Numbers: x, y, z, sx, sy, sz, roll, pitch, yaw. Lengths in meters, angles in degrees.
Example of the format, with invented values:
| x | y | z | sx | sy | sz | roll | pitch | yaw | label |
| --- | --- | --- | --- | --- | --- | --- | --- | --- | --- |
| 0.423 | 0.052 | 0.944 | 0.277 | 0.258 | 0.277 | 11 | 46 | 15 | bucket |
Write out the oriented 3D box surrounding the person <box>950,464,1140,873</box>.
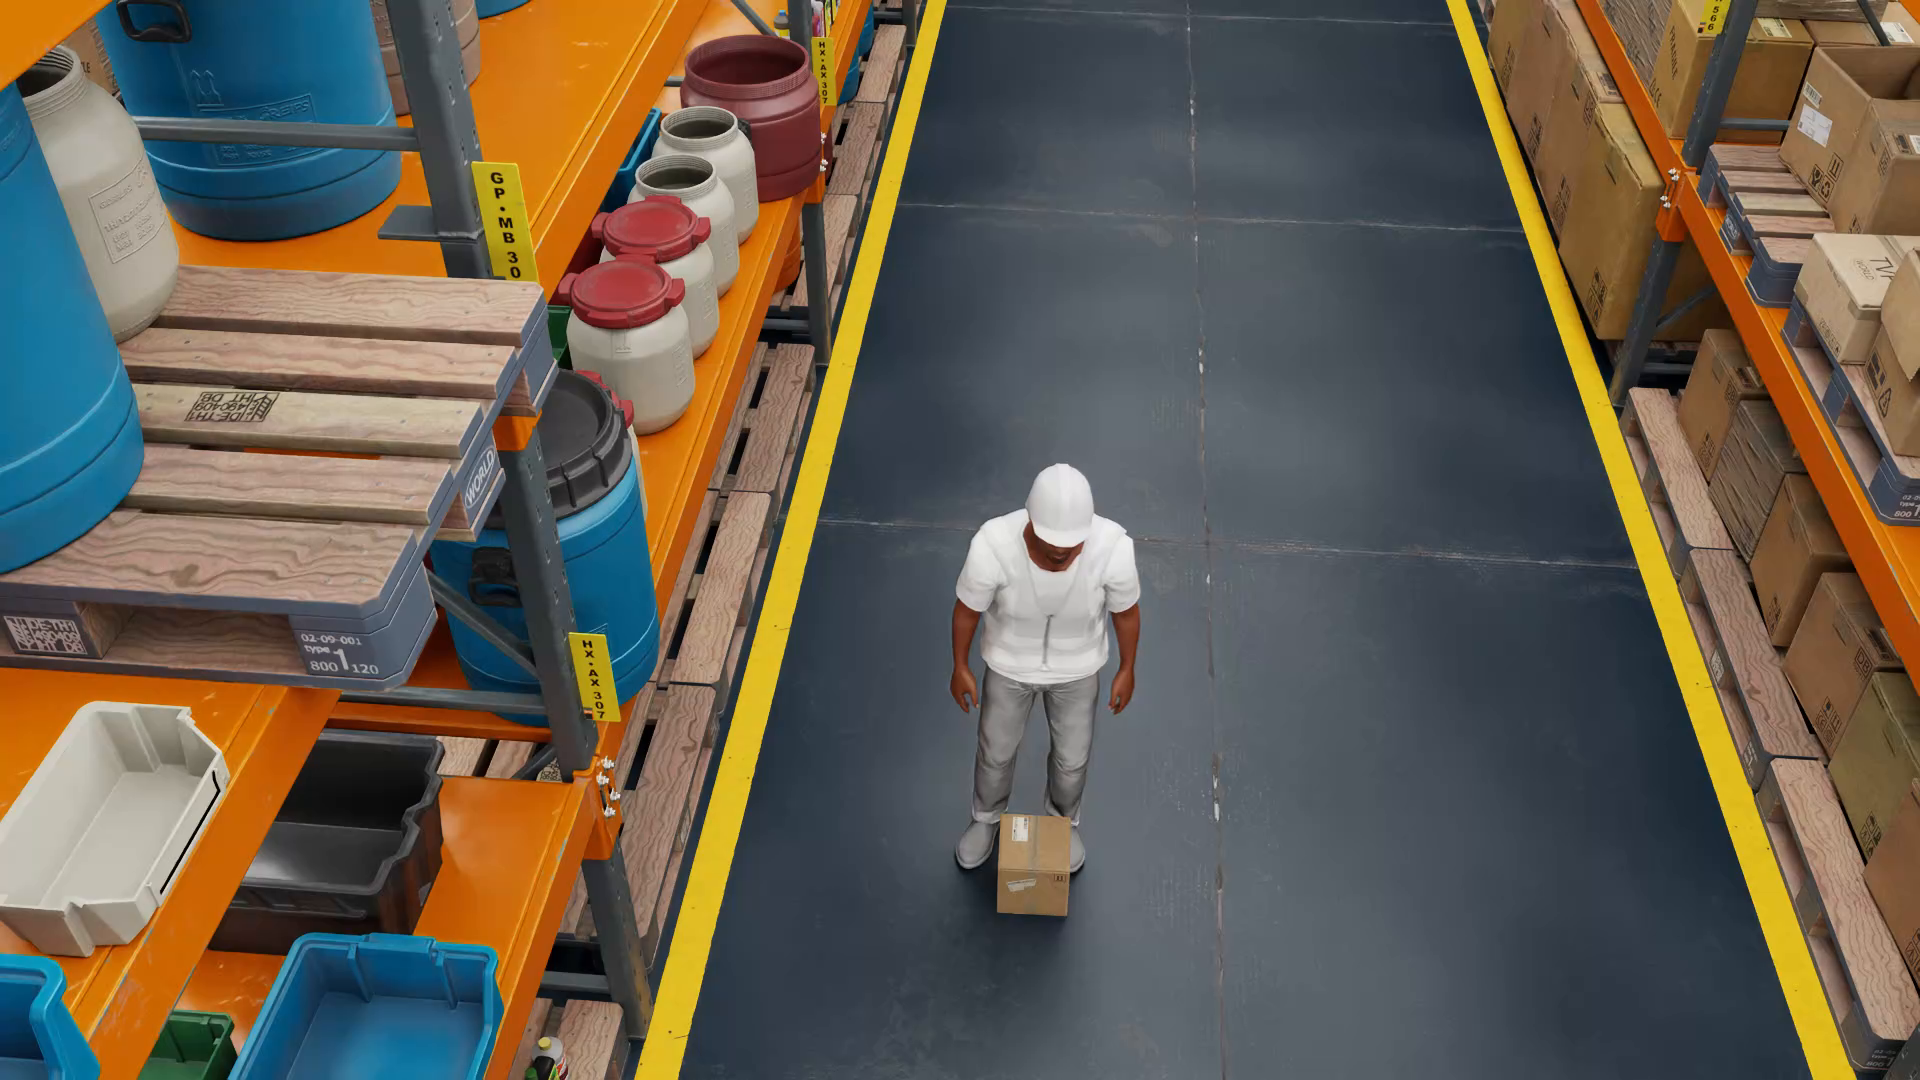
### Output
| x | y | z | sx | sy | sz | roll | pitch | yaw | label |
| --- | --- | --- | --- | --- | --- | --- | --- | --- | --- |
| 0.284 | 0.437 | 5.621 | 0.633 | 1.755 | 0.461 | 1 | 40 | 1 | person |
